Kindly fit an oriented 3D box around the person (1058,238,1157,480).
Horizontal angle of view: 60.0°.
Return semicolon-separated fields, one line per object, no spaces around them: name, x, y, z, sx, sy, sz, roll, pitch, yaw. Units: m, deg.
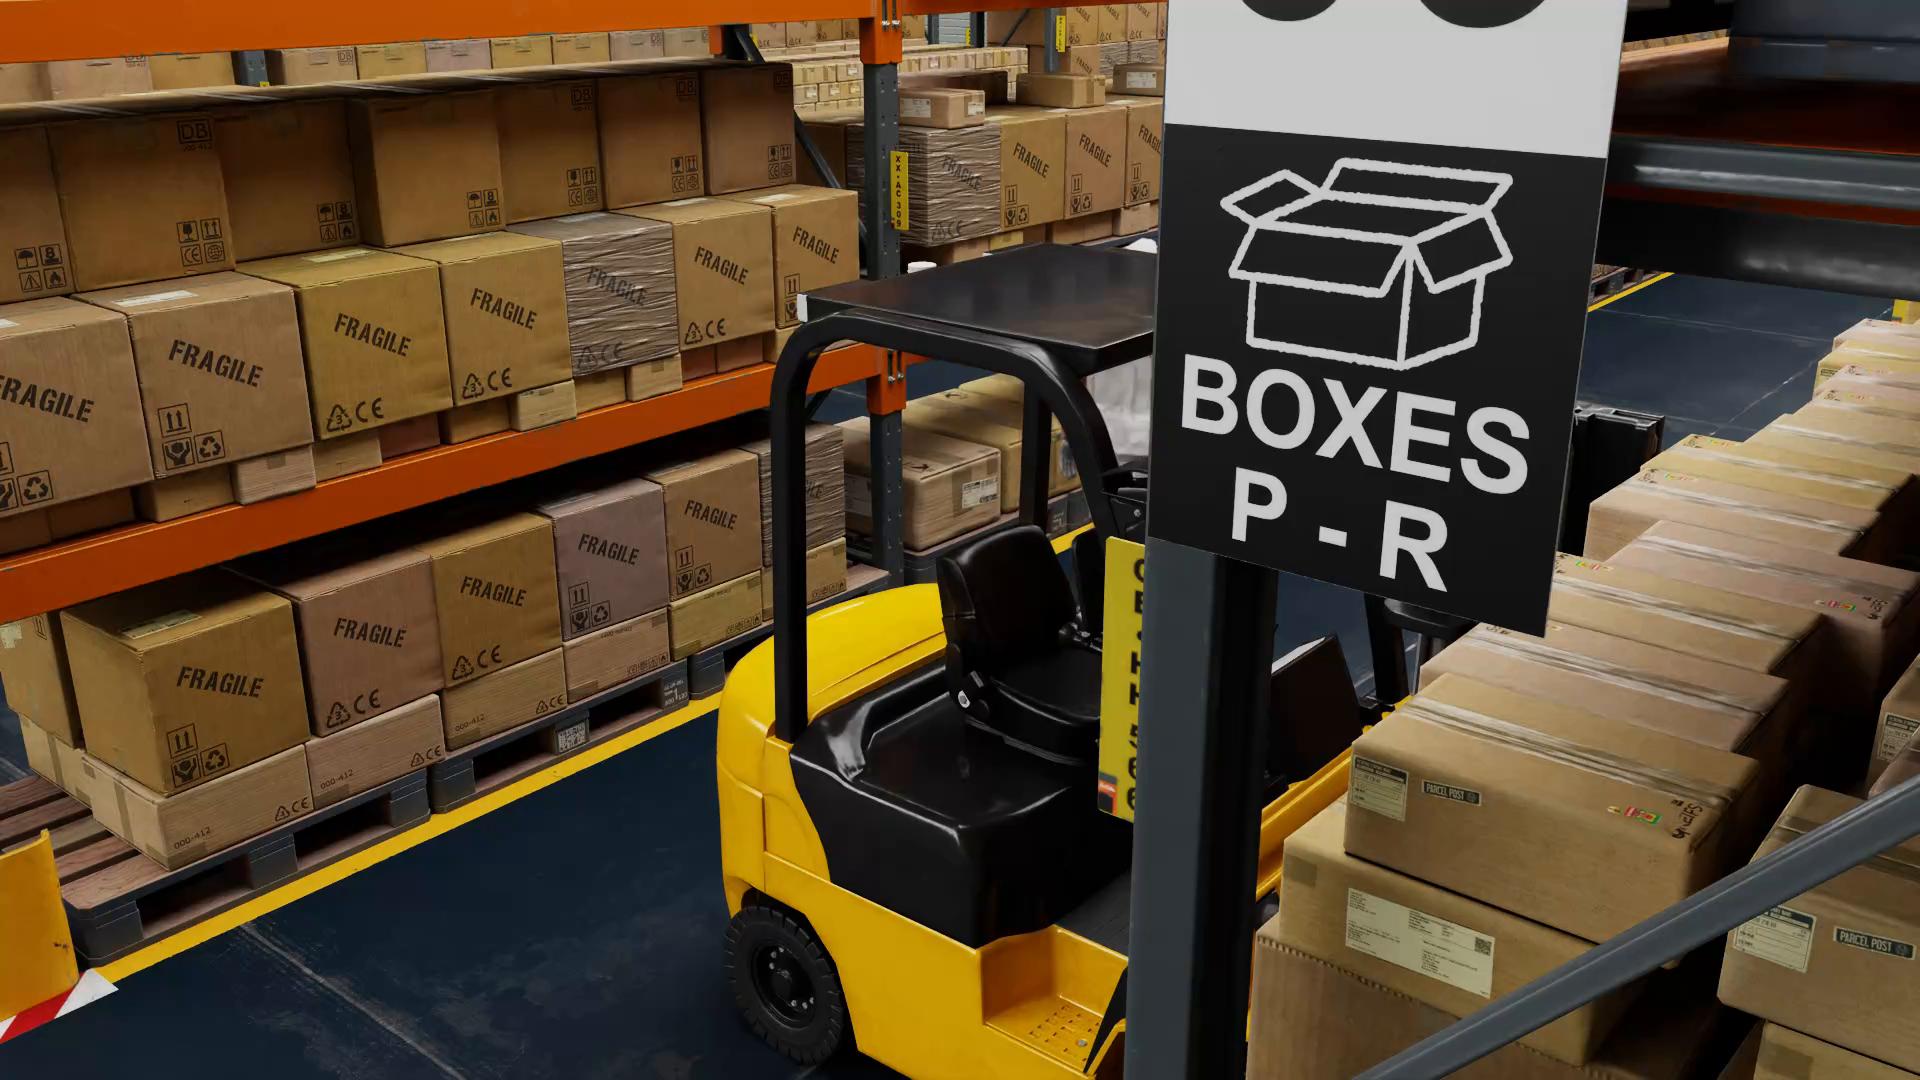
person;0.699;-0.348;7.019;0.587;1.839;0.475;16;25;37
